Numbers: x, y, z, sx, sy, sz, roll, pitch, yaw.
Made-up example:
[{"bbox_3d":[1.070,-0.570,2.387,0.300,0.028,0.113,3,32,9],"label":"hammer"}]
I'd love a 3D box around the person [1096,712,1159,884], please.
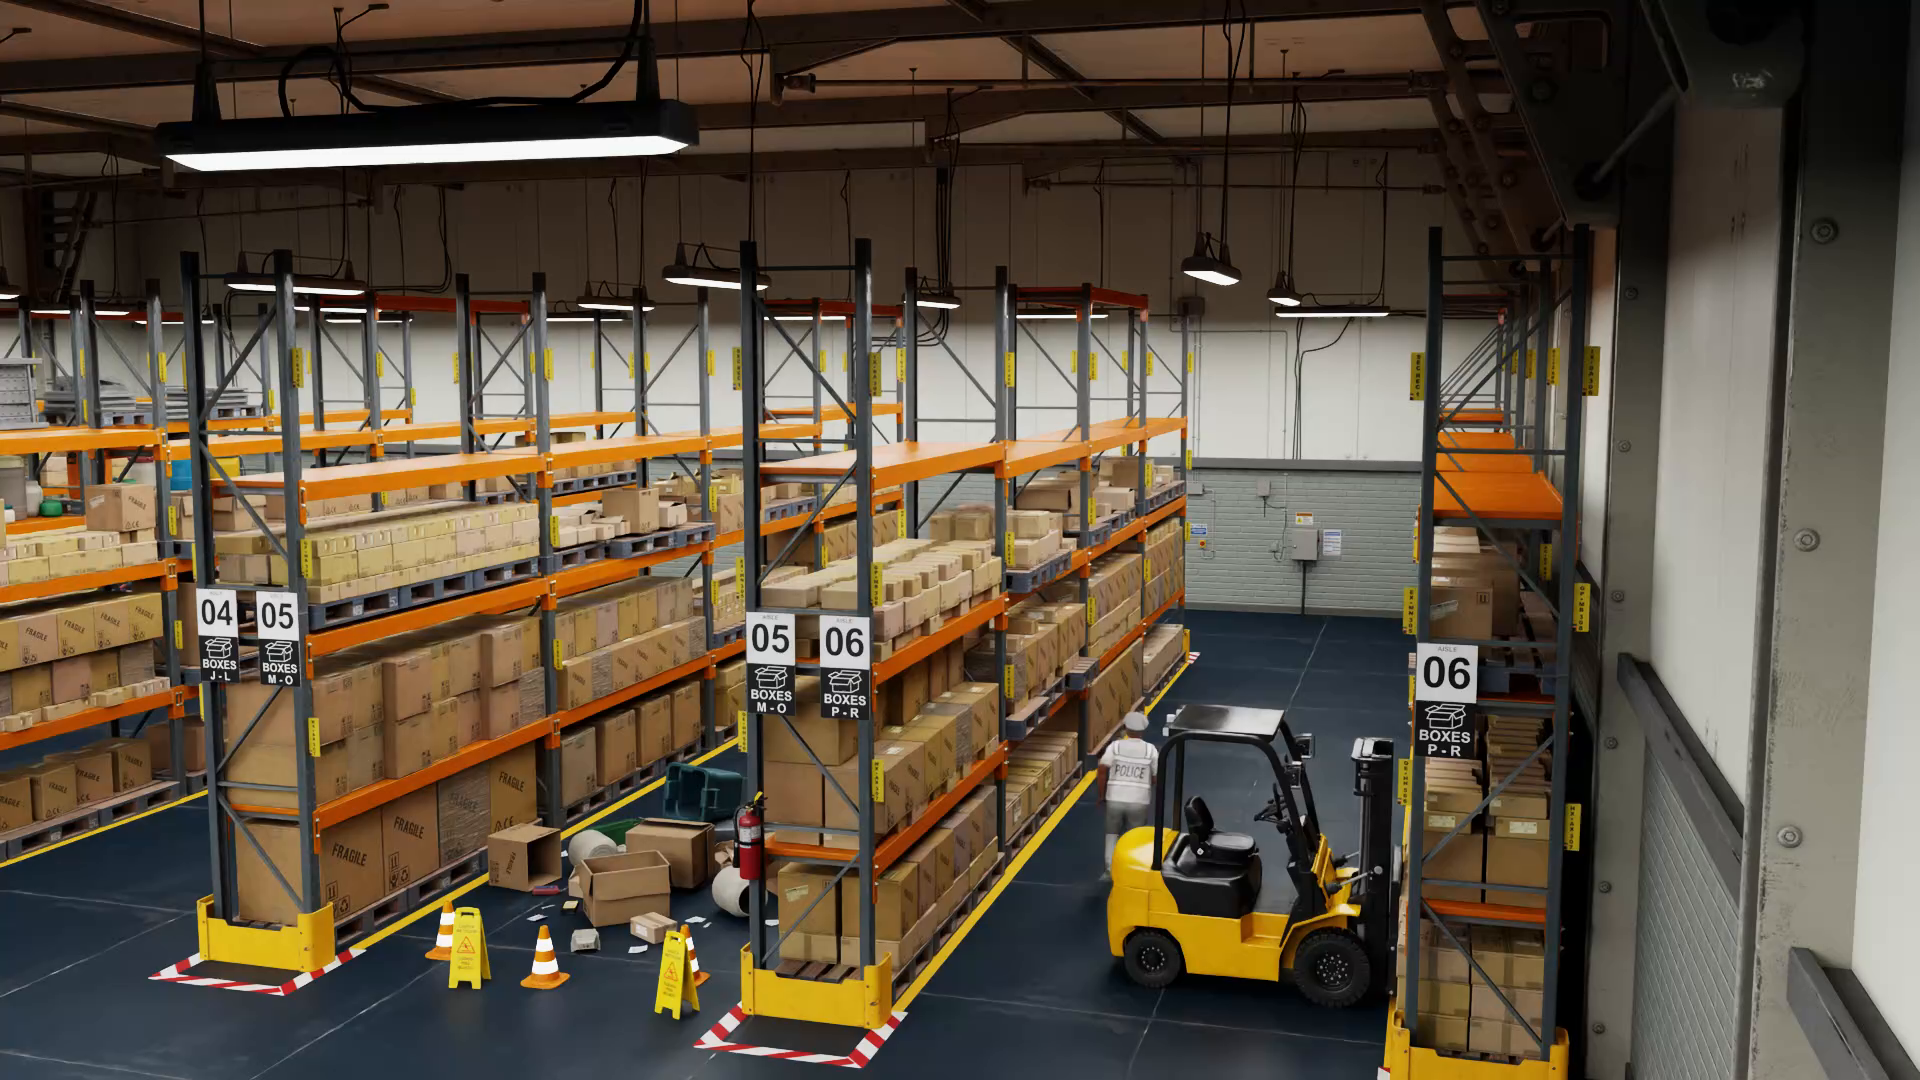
[{"bbox_3d":[1.650,2.525,16.213,0.640,1.685,0.789,2,7,18],"label":"person"}]
